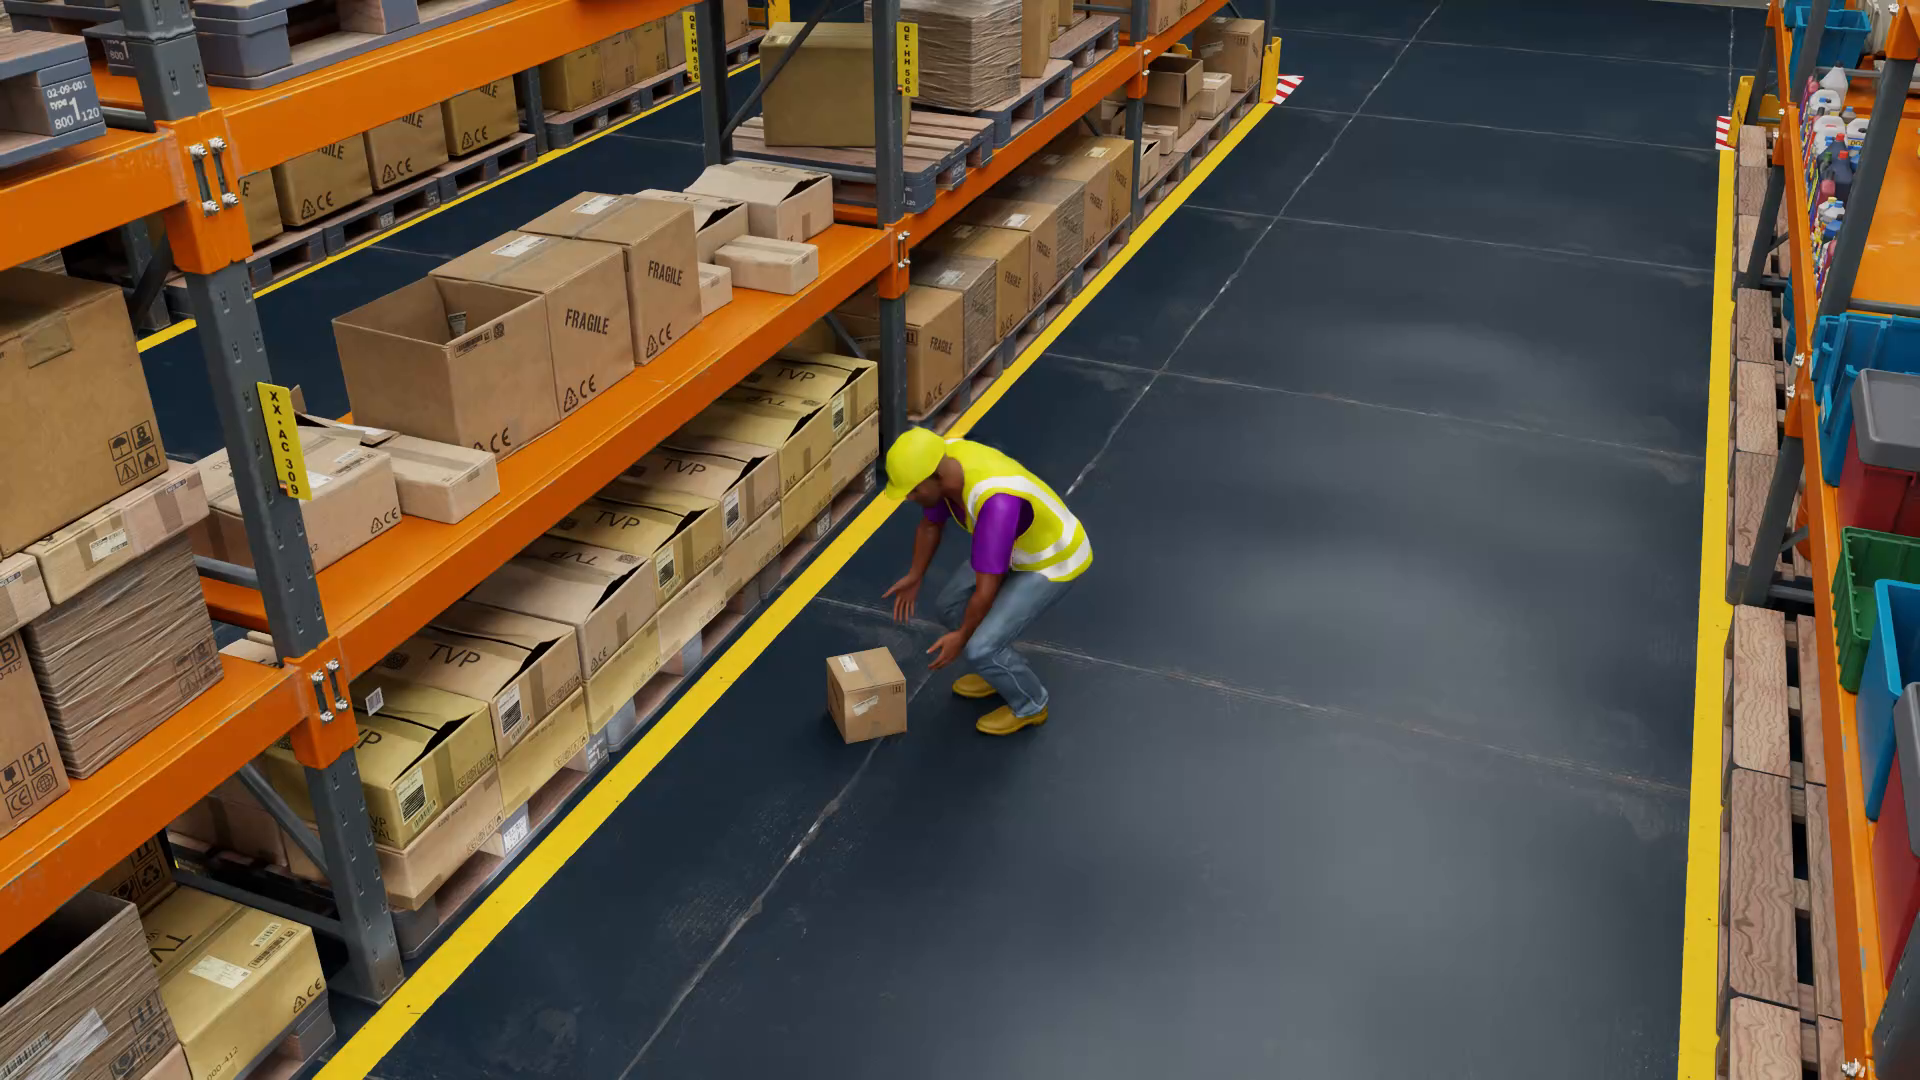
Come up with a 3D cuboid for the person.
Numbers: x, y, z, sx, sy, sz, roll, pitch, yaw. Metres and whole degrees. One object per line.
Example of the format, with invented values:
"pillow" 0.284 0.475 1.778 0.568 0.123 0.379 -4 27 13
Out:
"person" -0.004 0.355 6.485 0.978 0.812 0.537 -11 31 -19
